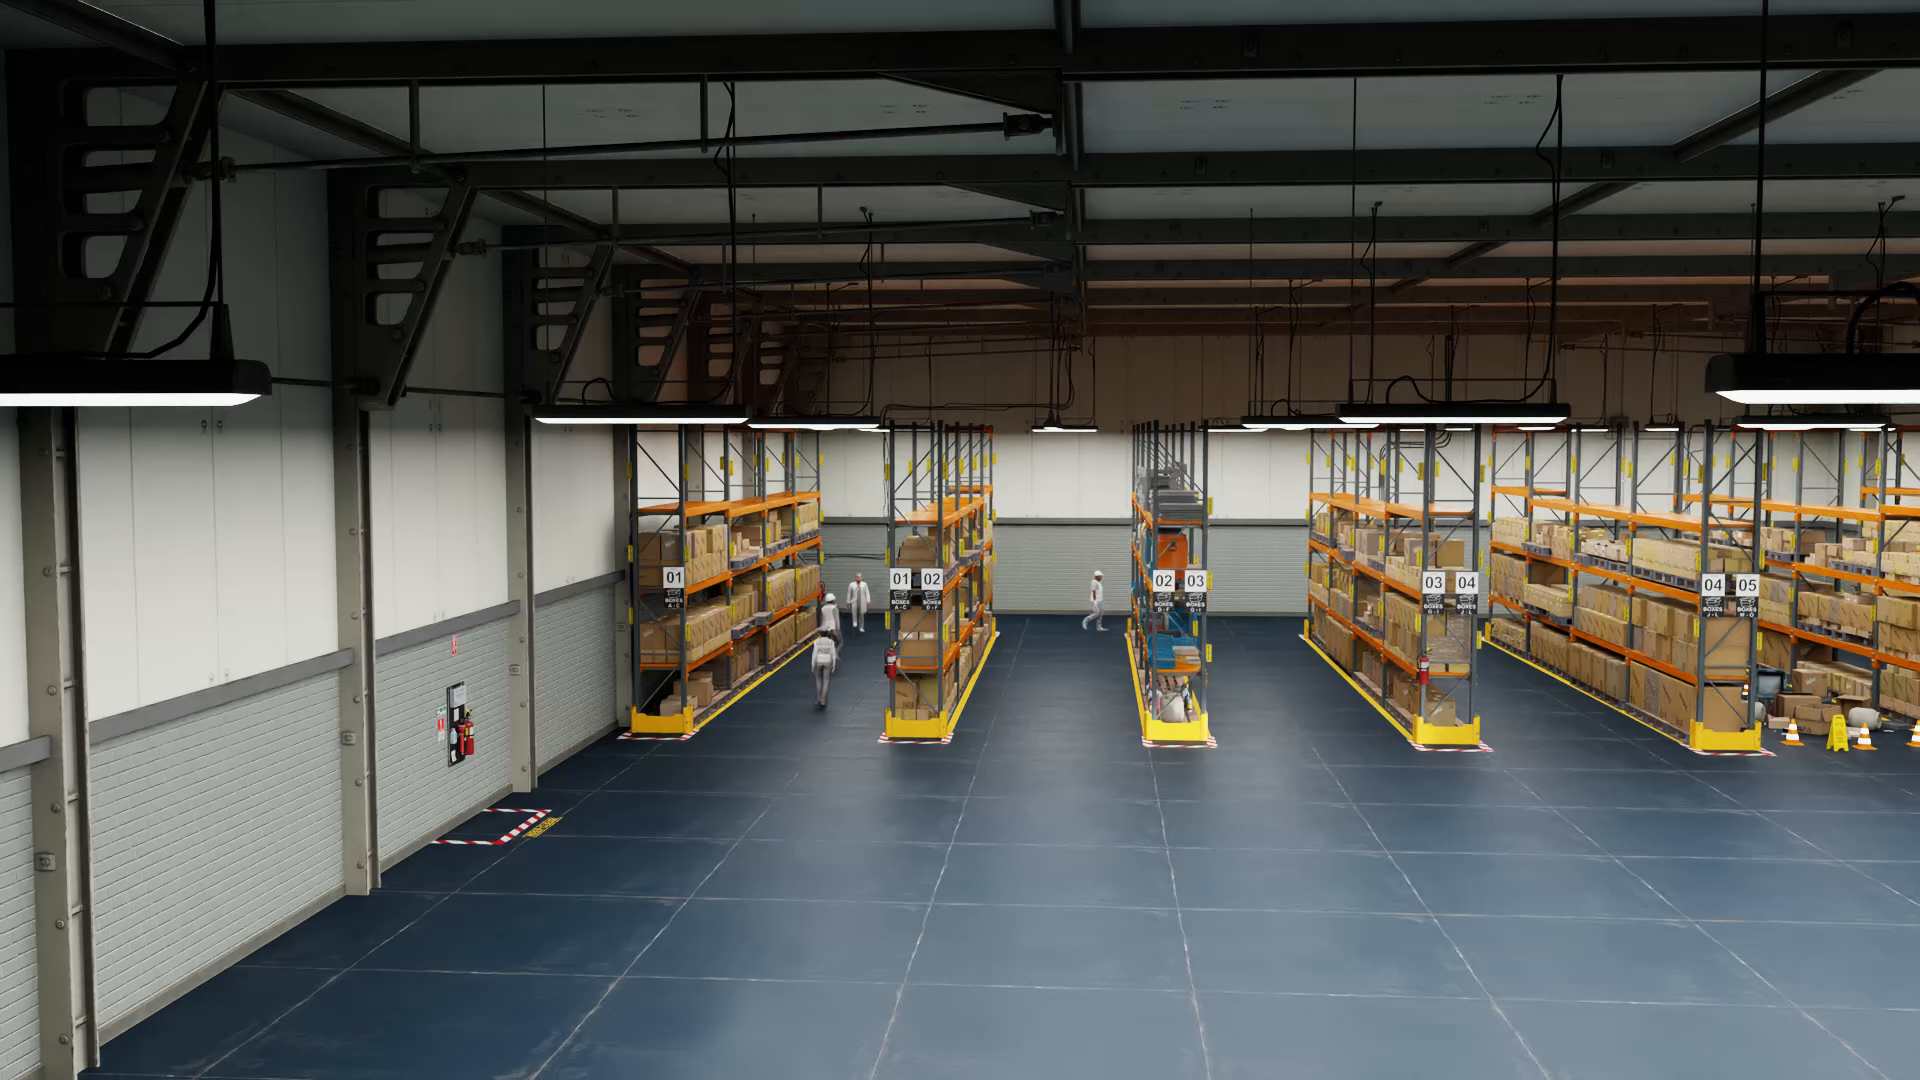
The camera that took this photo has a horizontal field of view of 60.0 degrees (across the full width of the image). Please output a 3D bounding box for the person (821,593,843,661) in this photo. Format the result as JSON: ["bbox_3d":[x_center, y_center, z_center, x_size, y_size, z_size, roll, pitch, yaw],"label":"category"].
[{"bbox_3d":[-3.150,2.128,40.645,0.570,1.644,0.493,1,4,21],"label":"person"}]

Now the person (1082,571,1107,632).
[{"bbox_3d":[3.914,1.775,48.283,0.701,1.777,0.616,1,4,18],"label":"person"}]

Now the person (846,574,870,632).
[{"bbox_3d":[-2.903,1.821,47.512,0.671,1.723,1.080,0,4,-6],"label":"person"}]

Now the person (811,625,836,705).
[{"bbox_3d":[-2.885,2.680,35.246,0.518,1.736,0.580,0,4,-2],"label":"person"}]
